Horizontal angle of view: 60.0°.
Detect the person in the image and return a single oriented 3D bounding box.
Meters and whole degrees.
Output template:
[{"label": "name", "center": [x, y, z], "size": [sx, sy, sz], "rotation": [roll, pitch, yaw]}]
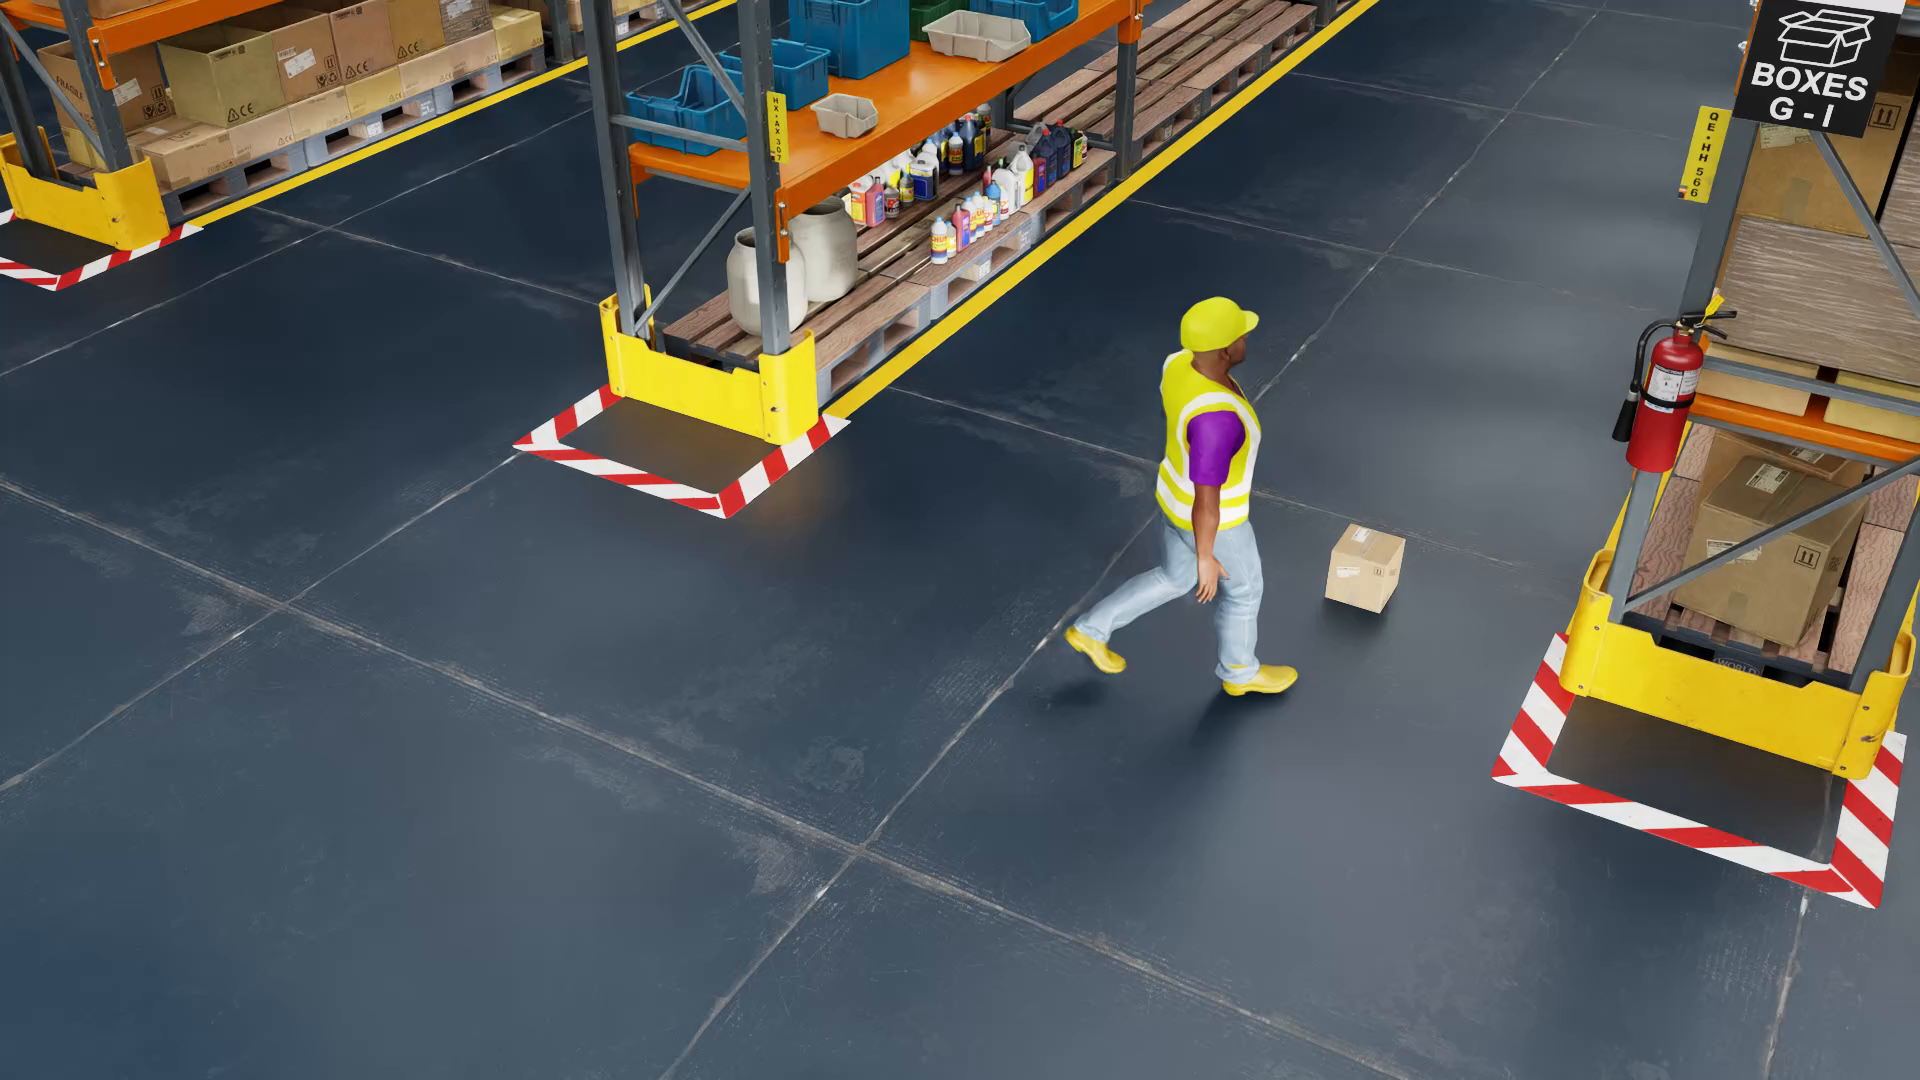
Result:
[{"label": "person", "center": [0.902, -0.120, 6.306], "size": [0.930, 1.739, 0.660], "rotation": [-6, 34, -9]}]
